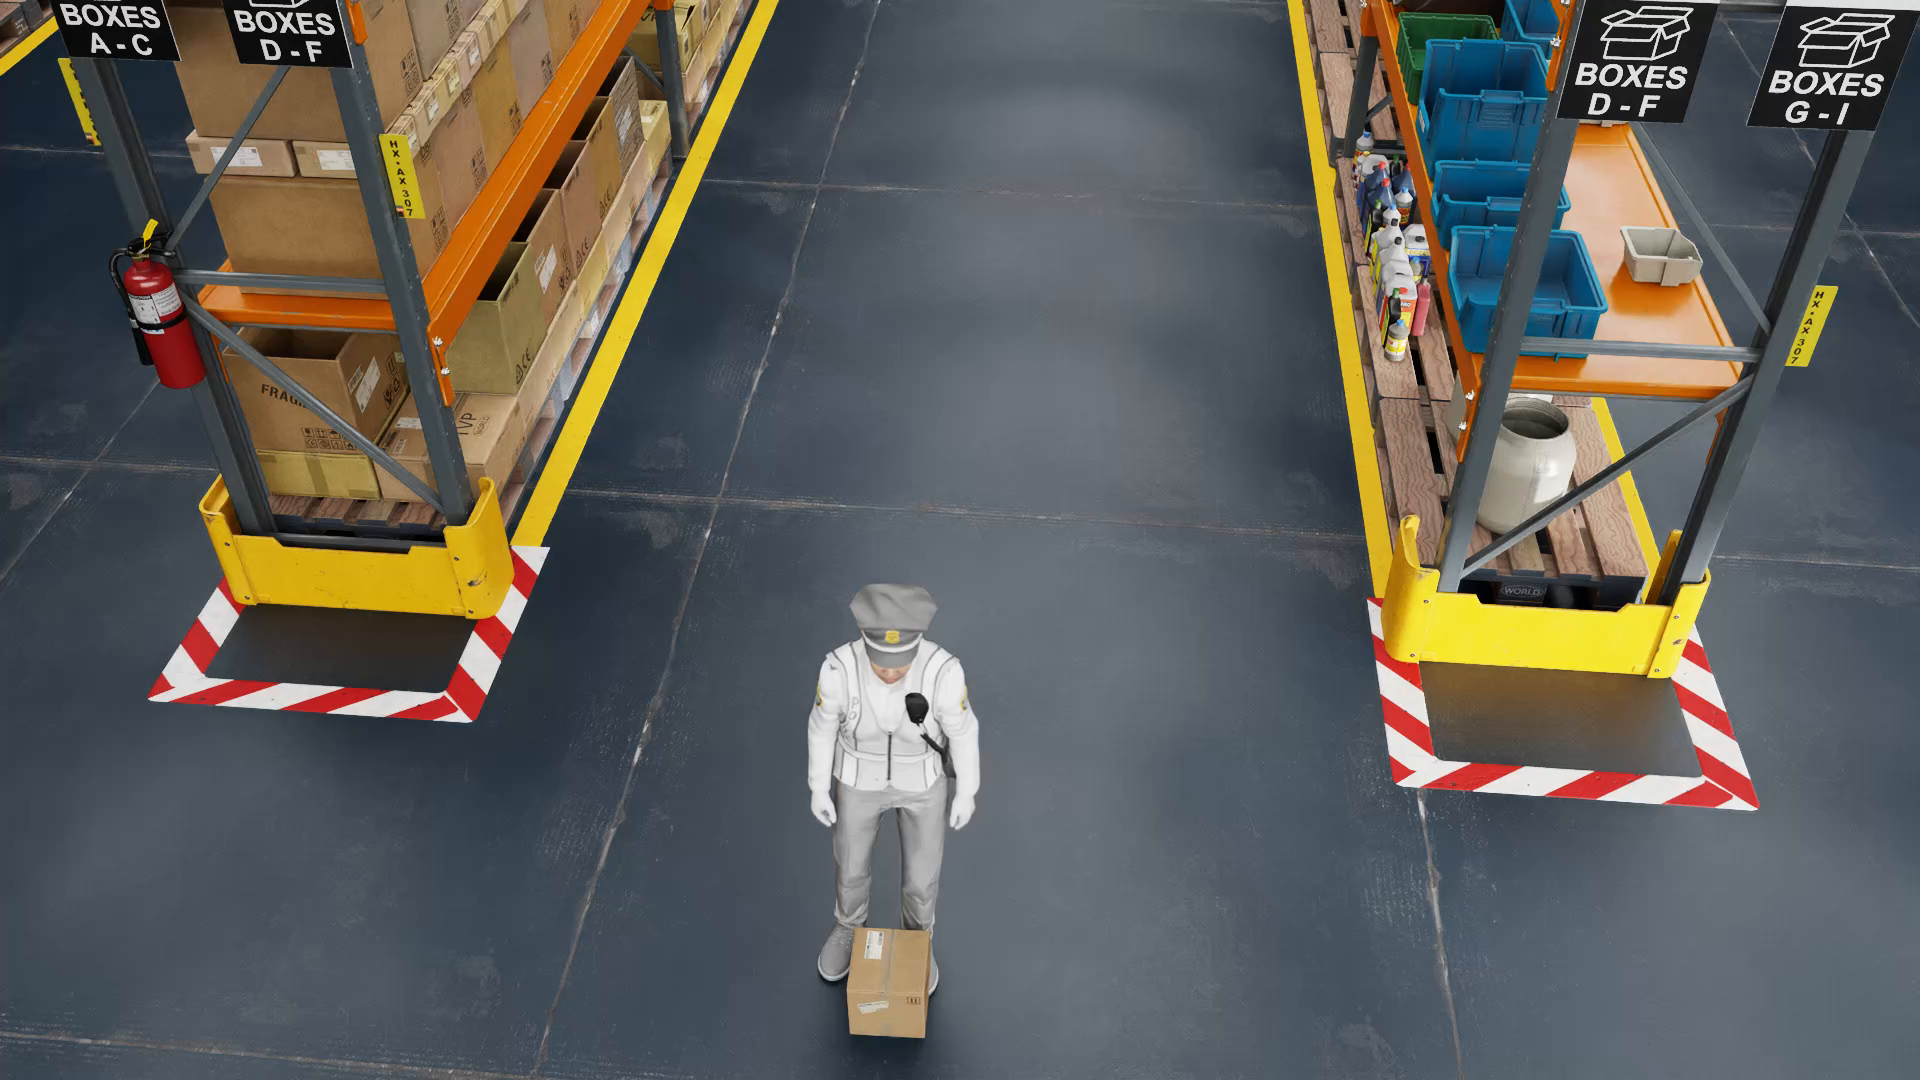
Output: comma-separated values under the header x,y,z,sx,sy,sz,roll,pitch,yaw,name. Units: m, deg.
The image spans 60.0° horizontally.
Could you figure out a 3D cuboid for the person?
x,y,z,sx,sy,sz,roll,pitch,yaw,name
-0.211,0.786,5.224,0.547,1.667,0.408,1,40,2,person
